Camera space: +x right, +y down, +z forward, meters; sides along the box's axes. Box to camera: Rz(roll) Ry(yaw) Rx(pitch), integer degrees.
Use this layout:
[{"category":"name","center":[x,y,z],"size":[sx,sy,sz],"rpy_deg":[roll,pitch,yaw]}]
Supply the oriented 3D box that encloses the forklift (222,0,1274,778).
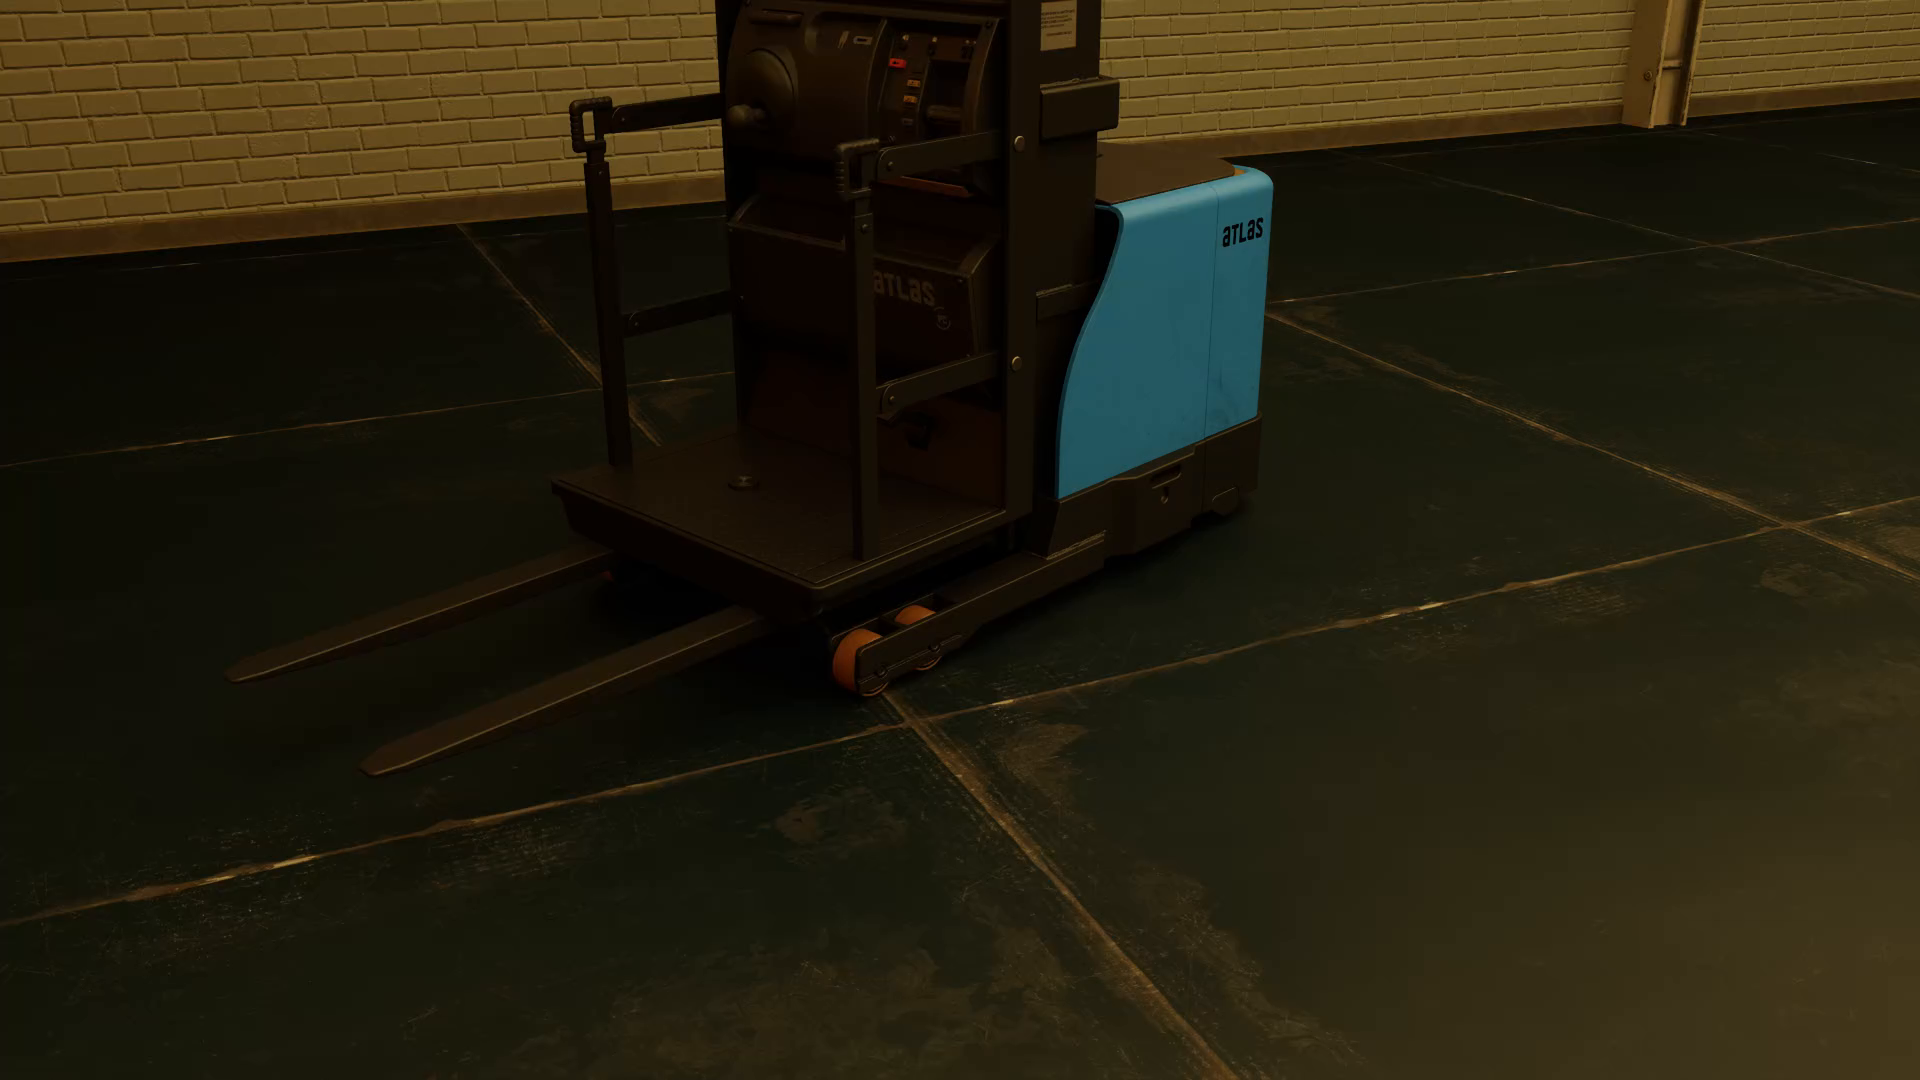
[{"category":"forklift","center":[-0.413,-1.182,4.131],"size":[1.130,2.935,3.031],"rpy_deg":[19,29,39]}]
